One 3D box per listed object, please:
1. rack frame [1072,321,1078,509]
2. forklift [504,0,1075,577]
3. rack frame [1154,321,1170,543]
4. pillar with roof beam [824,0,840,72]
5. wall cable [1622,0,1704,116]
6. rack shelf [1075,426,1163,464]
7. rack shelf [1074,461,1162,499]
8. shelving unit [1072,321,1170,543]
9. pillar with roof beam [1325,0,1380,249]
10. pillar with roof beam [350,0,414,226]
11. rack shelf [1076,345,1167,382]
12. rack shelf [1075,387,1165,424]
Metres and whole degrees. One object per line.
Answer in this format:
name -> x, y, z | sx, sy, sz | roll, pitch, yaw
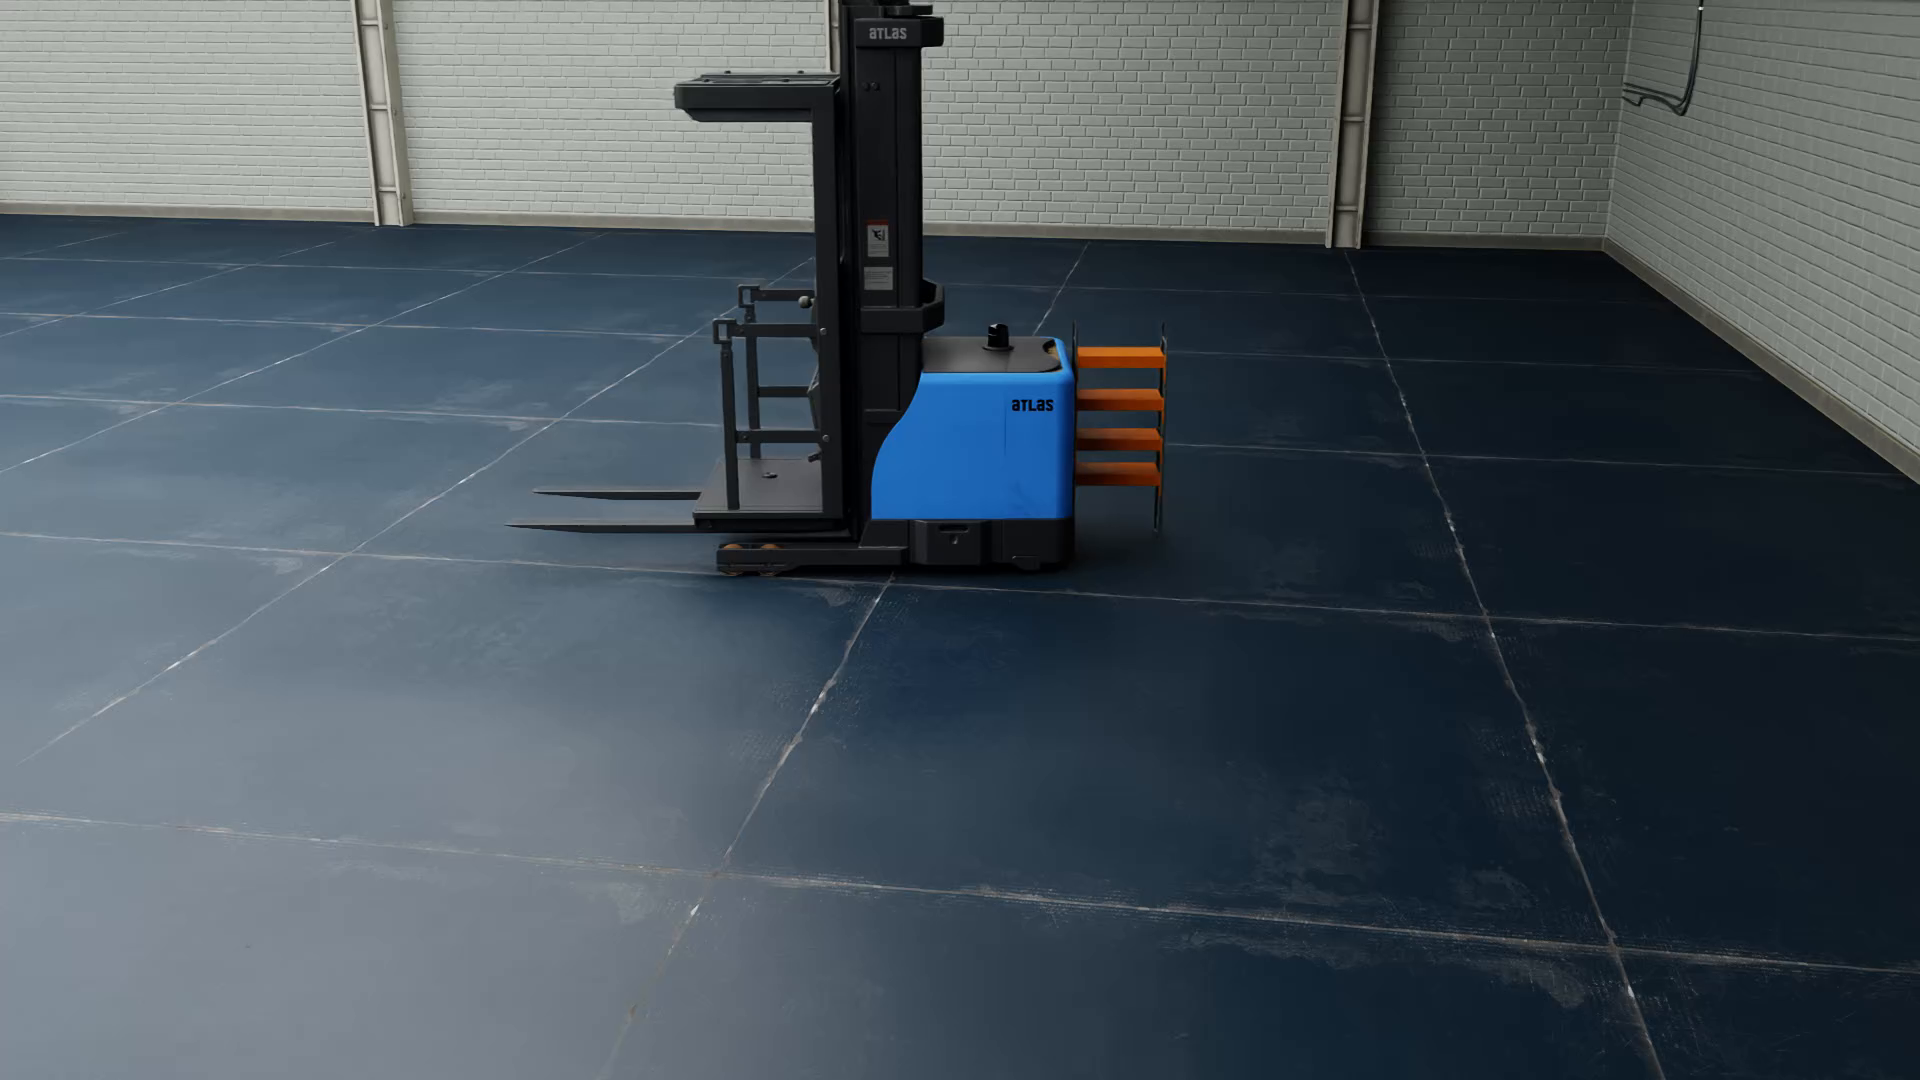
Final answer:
rack frame -> 0.623, -0.589, 9.174 | 0.015, 1.200, 0.240 | 0, 18, 0
forklift -> -0.913, -1.366, 8.768 | 3.031, 2.935, 1.130 | 0, 18, 0
rack frame -> 1.111, -0.589, 9.174 | 0.015, 1.200, 0.240 | 0, 18, 0
pillar with roof beam -> -2.069, -6.702, 15.152 | 0.400, 9.000, 9.100 | 3, 19, 9
wall cable -> 7.237, -5.714, 17.092 | 0.112, 2.526, 3.097 | 3, 19, 9
rack shelf -> 0.867, -0.526, 9.195 | 0.480, 0.148, 0.258 | 0, 18, 0
rack shelf -> 0.867, -0.337, 9.258 | 0.480, 0.148, 0.258 | 0, 18, 0
shelving unit -> 0.867, -0.589, 9.174 | 0.503, 1.200, 0.258 | 0, 18, 0
pillar with roof beam -> 3.855, -6.400, 14.249 | 0.400, 9.000, 9.100 | 3, 19, 9
pillar with roof beam -> -7.993, -7.004, 16.054 | 0.400, 9.000, 9.100 | 3, 19, 9
rack shelf -> 0.867, -0.962, 9.049 | 0.480, 0.148, 0.258 | 0, 18, 0
rack shelf -> 0.867, -0.738, 9.124 | 0.480, 0.148, 0.258 | 0, 18, 0
